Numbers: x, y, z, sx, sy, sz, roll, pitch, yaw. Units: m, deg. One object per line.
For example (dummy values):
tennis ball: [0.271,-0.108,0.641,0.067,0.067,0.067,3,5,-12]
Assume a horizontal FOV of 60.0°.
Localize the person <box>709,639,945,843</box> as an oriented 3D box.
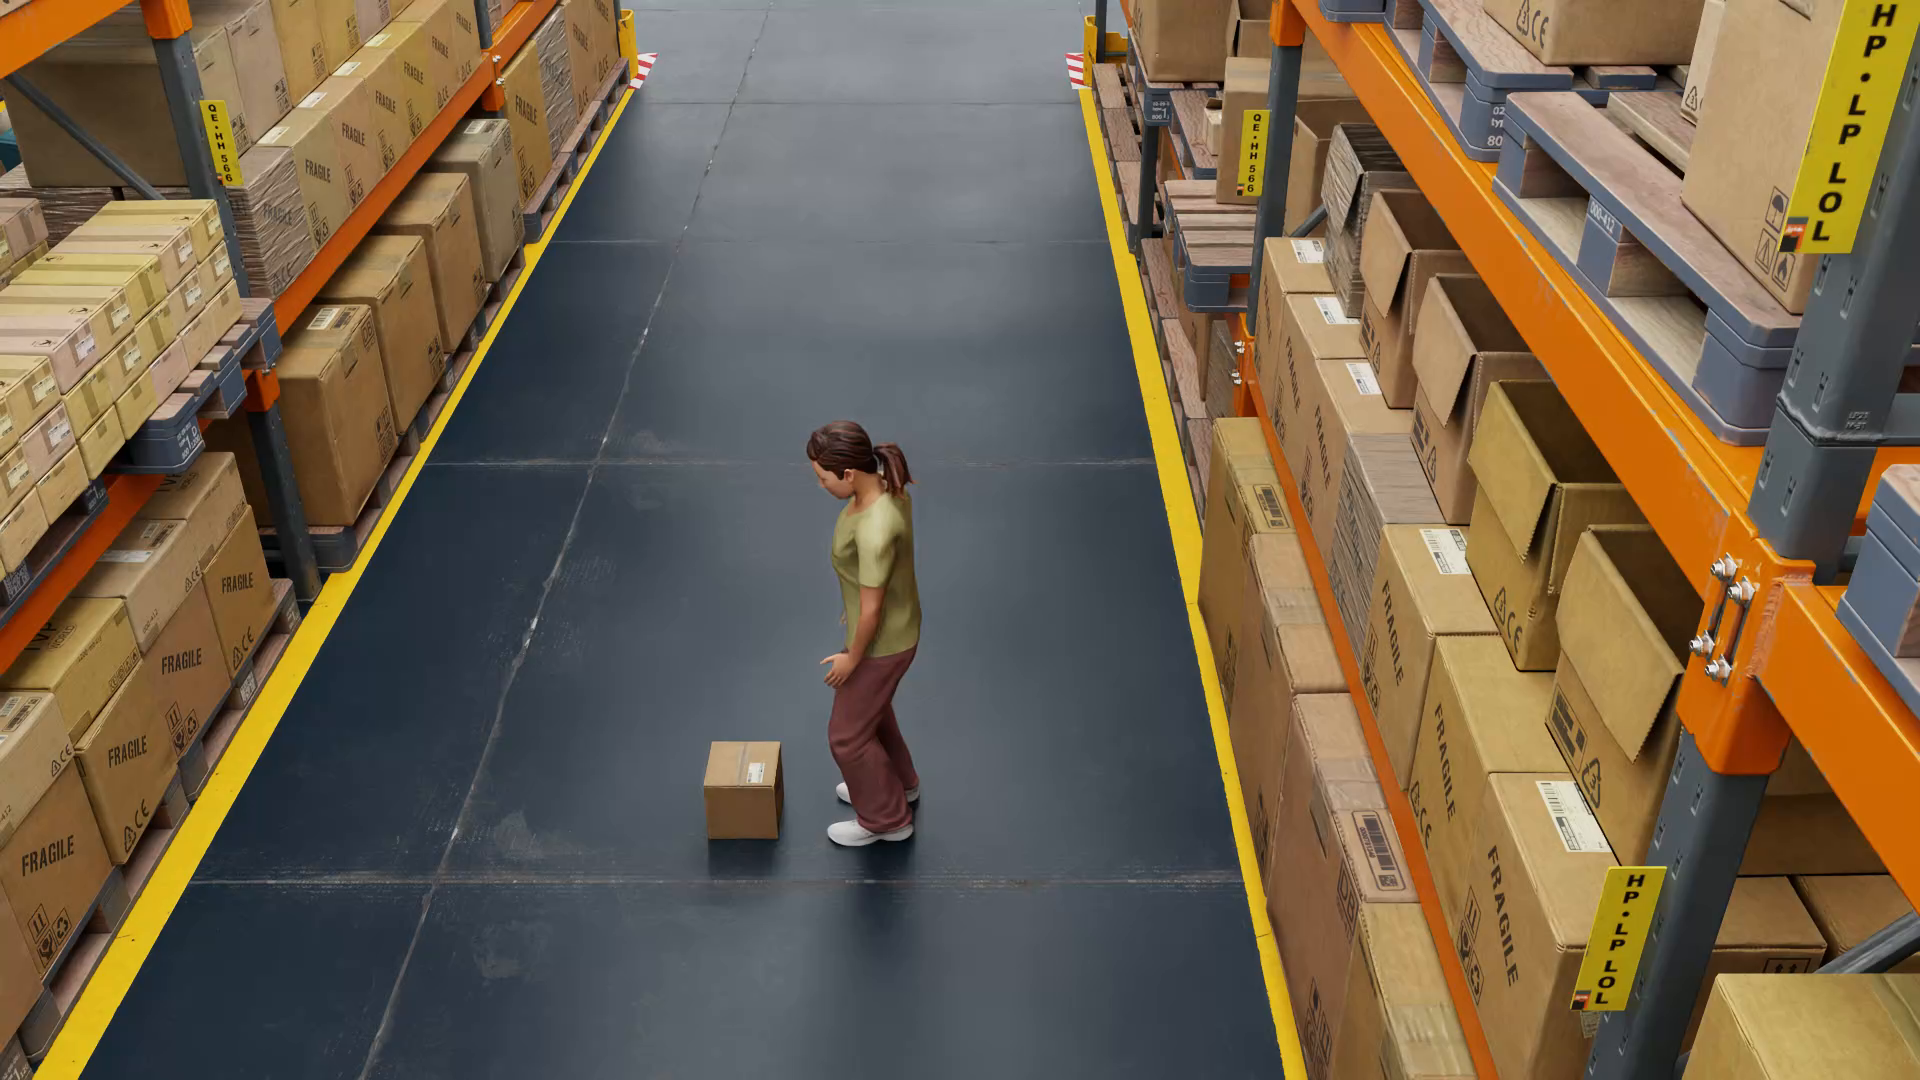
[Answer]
person: [-0.456,0.689,5.886,0.810,0.798,0.473,0,32,0]
